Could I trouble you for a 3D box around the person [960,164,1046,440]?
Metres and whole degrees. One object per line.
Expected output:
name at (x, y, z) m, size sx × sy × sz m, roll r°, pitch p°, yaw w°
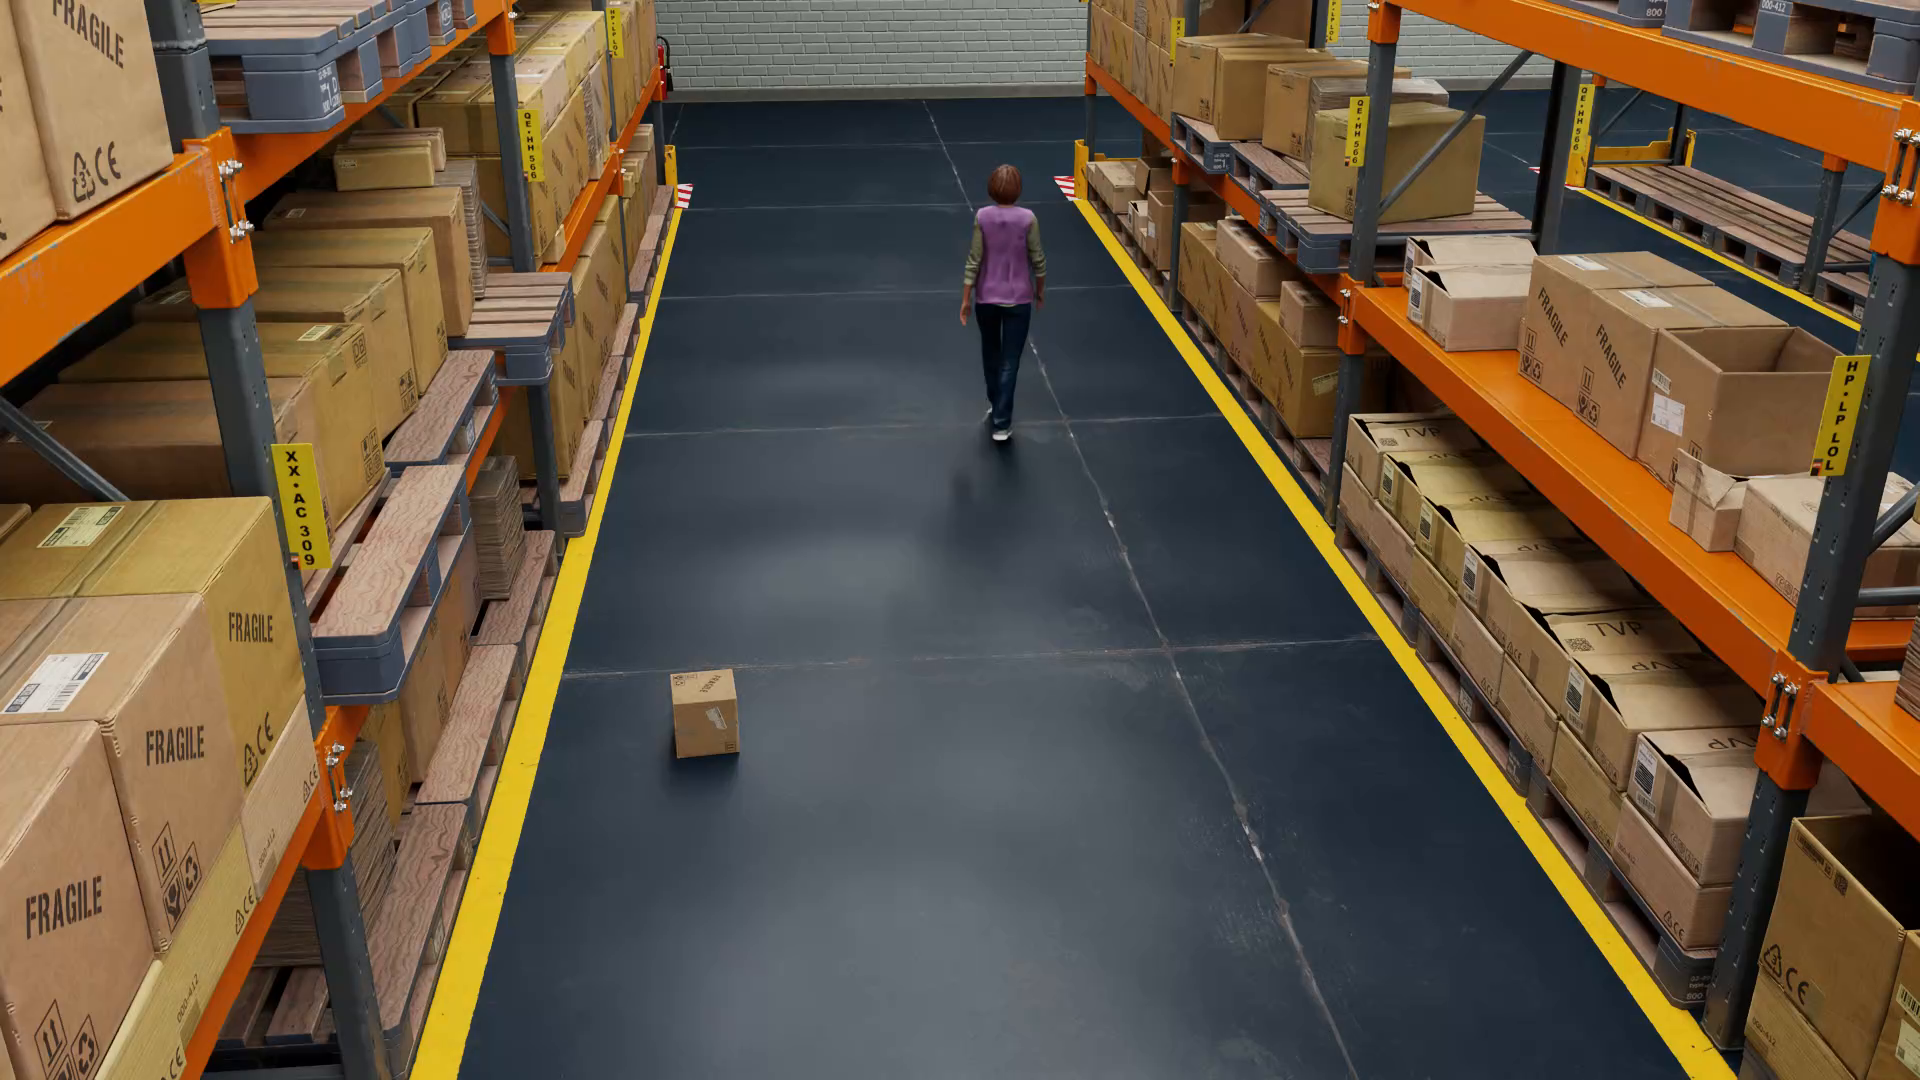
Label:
person at (0.266, -1.391, 9.734) m, size 0.467 × 1.620 × 0.719 m, roll 6°, pitch 25°, yaw 12°
